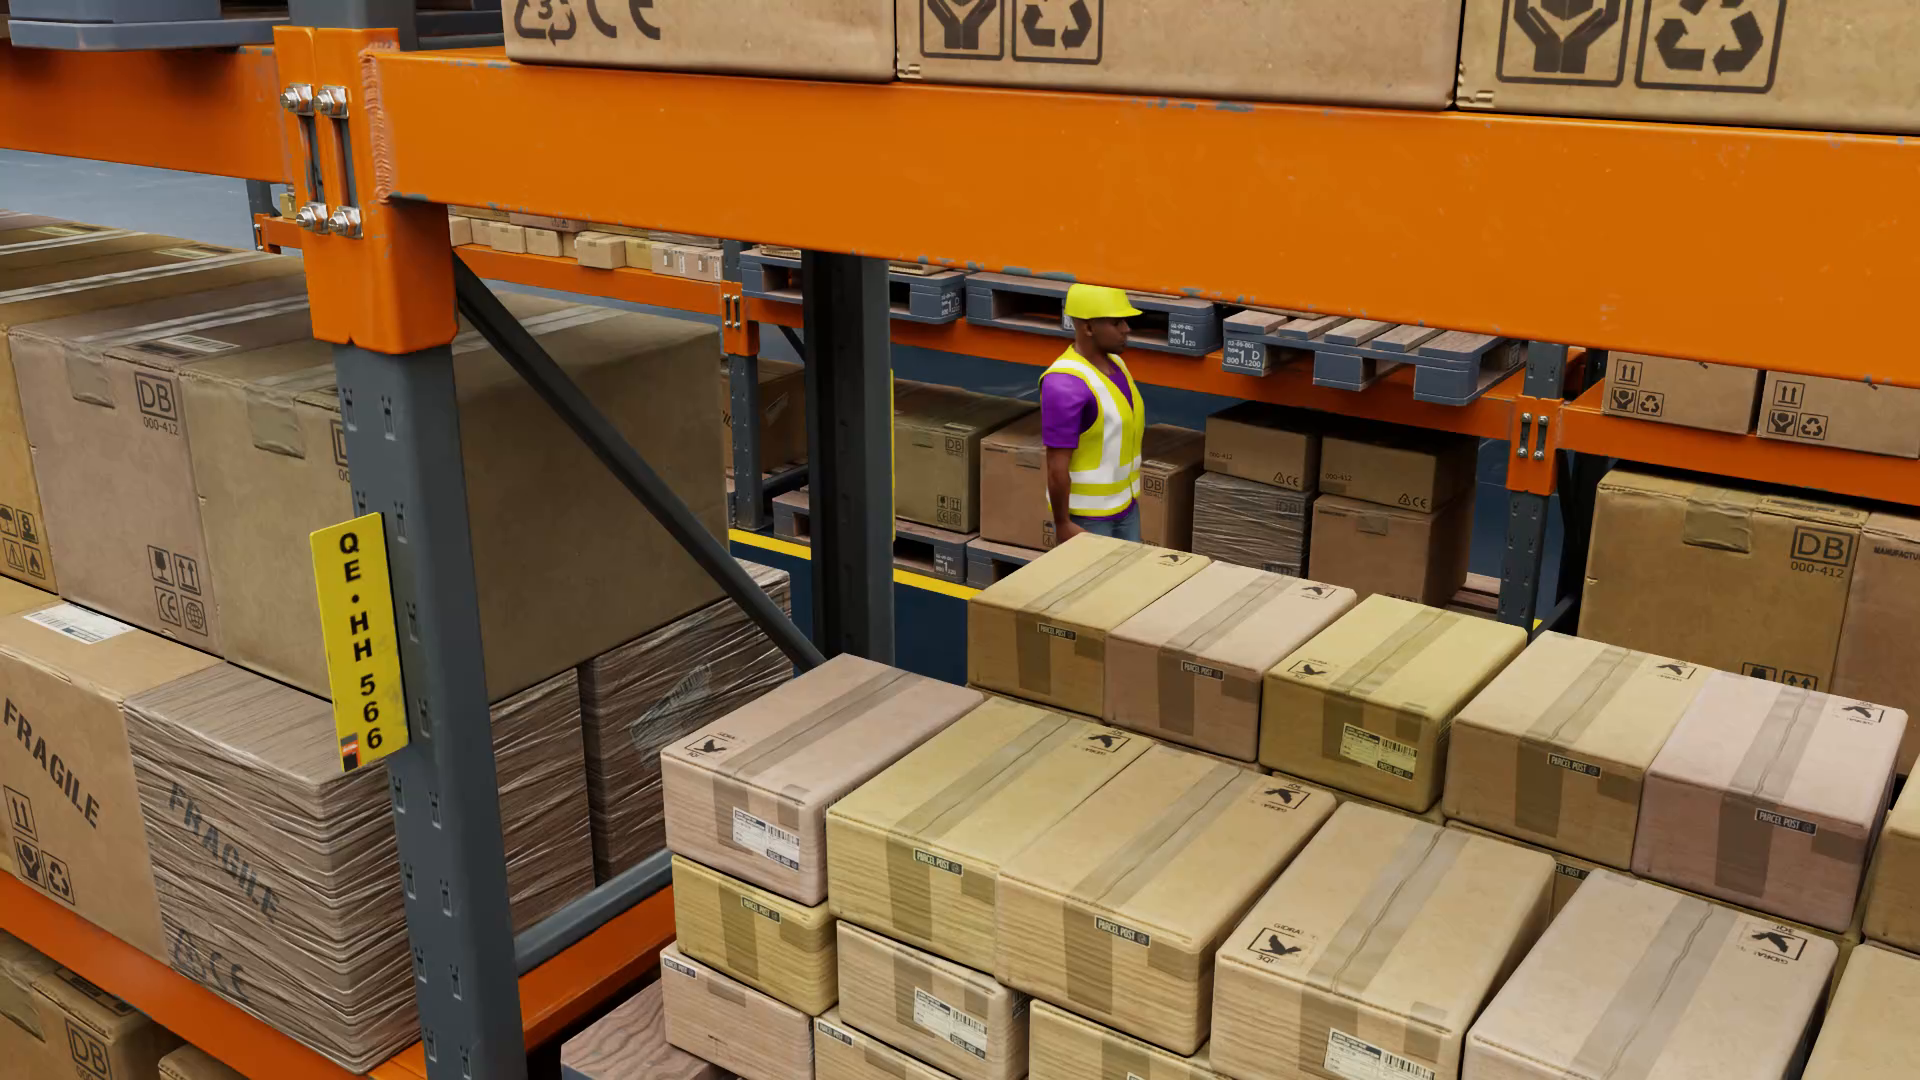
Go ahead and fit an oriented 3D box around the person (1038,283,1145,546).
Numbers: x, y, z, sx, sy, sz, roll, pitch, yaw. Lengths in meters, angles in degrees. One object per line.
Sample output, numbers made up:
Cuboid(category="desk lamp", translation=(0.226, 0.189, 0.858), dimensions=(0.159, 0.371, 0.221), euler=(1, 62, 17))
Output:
Cuboid(category="person", translation=(0.582, -0.121, 6.371), dimensions=(0.582, 1.769, 0.585), euler=(9, 22, 24))
